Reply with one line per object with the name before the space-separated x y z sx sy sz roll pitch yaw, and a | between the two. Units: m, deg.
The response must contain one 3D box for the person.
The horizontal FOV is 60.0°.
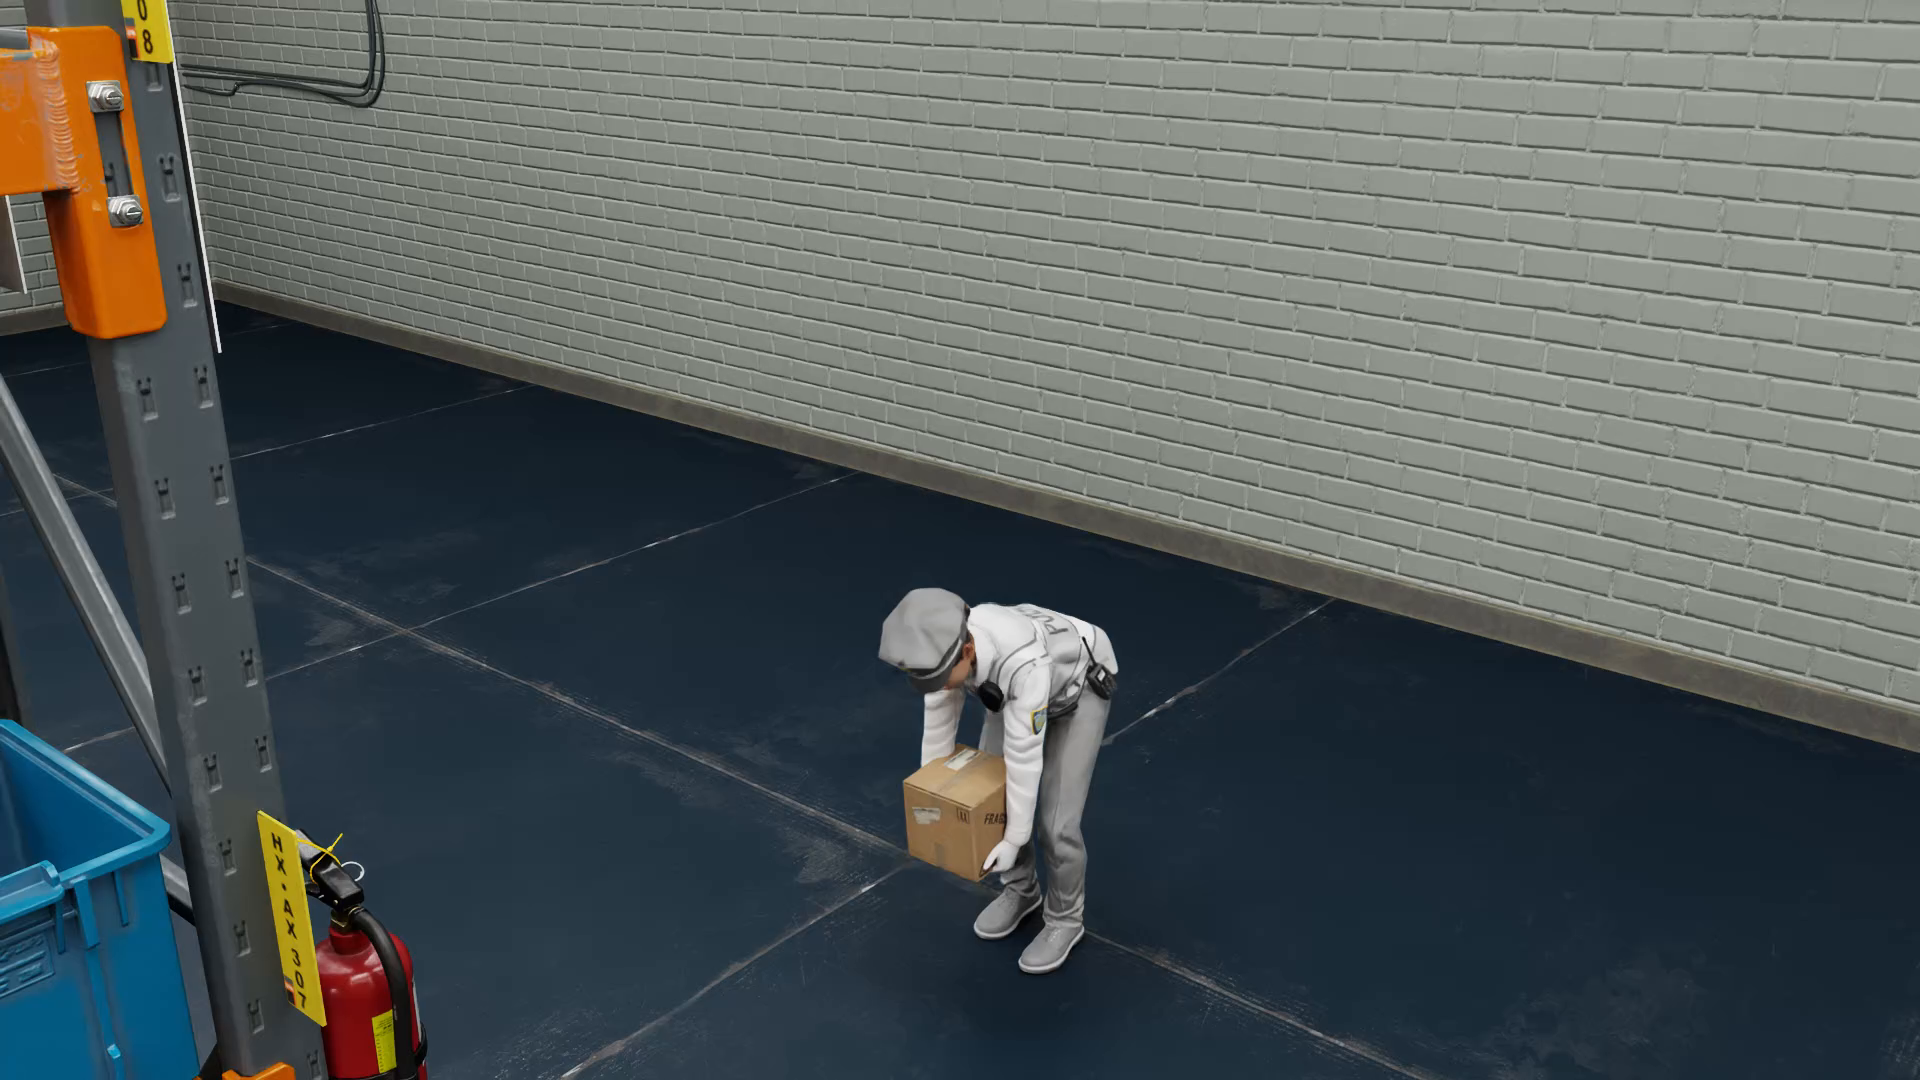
person | 0.110 0.673 4.782 0.407 1.306 0.886 15 25 35
